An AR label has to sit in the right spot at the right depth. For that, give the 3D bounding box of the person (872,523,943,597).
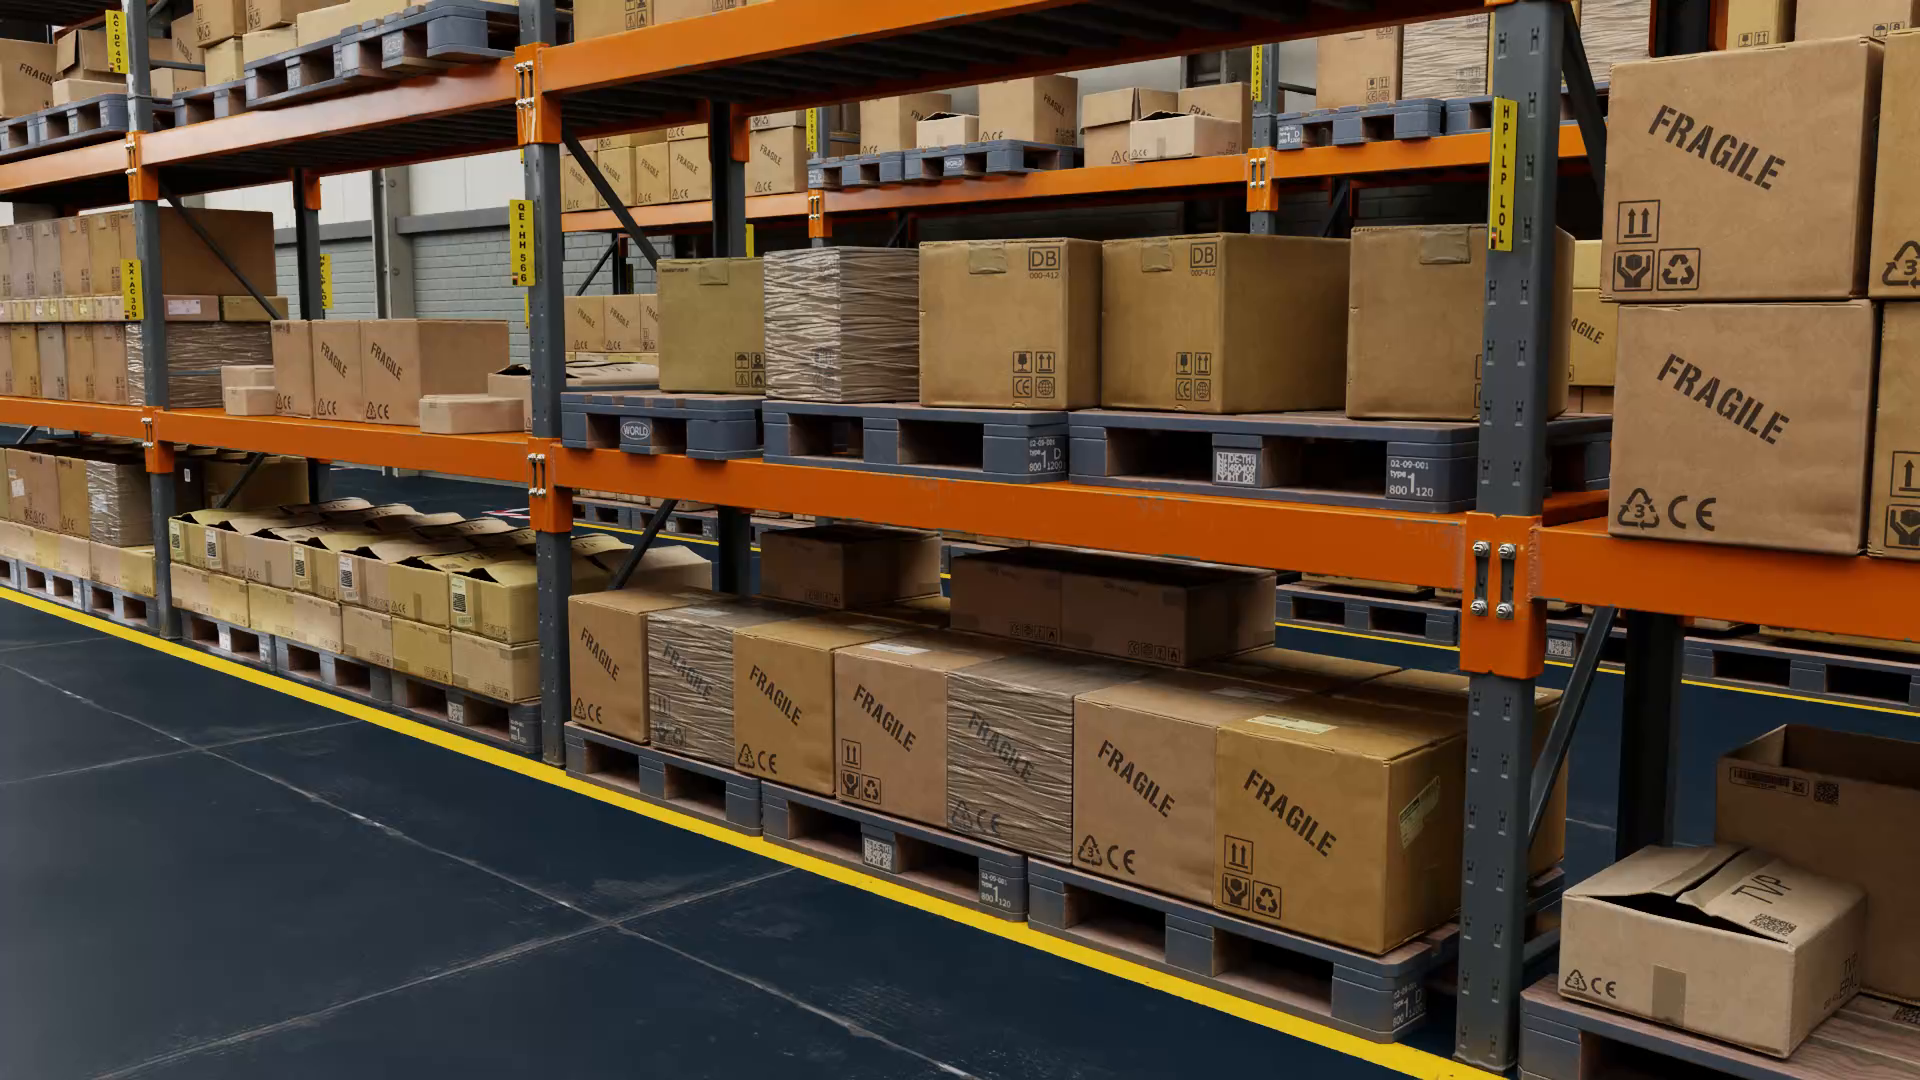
[{"bbox_3d":[-0.283,-0.145,8.437,0.416,1.671,0.503,6,9,40],"label":"person"}]
